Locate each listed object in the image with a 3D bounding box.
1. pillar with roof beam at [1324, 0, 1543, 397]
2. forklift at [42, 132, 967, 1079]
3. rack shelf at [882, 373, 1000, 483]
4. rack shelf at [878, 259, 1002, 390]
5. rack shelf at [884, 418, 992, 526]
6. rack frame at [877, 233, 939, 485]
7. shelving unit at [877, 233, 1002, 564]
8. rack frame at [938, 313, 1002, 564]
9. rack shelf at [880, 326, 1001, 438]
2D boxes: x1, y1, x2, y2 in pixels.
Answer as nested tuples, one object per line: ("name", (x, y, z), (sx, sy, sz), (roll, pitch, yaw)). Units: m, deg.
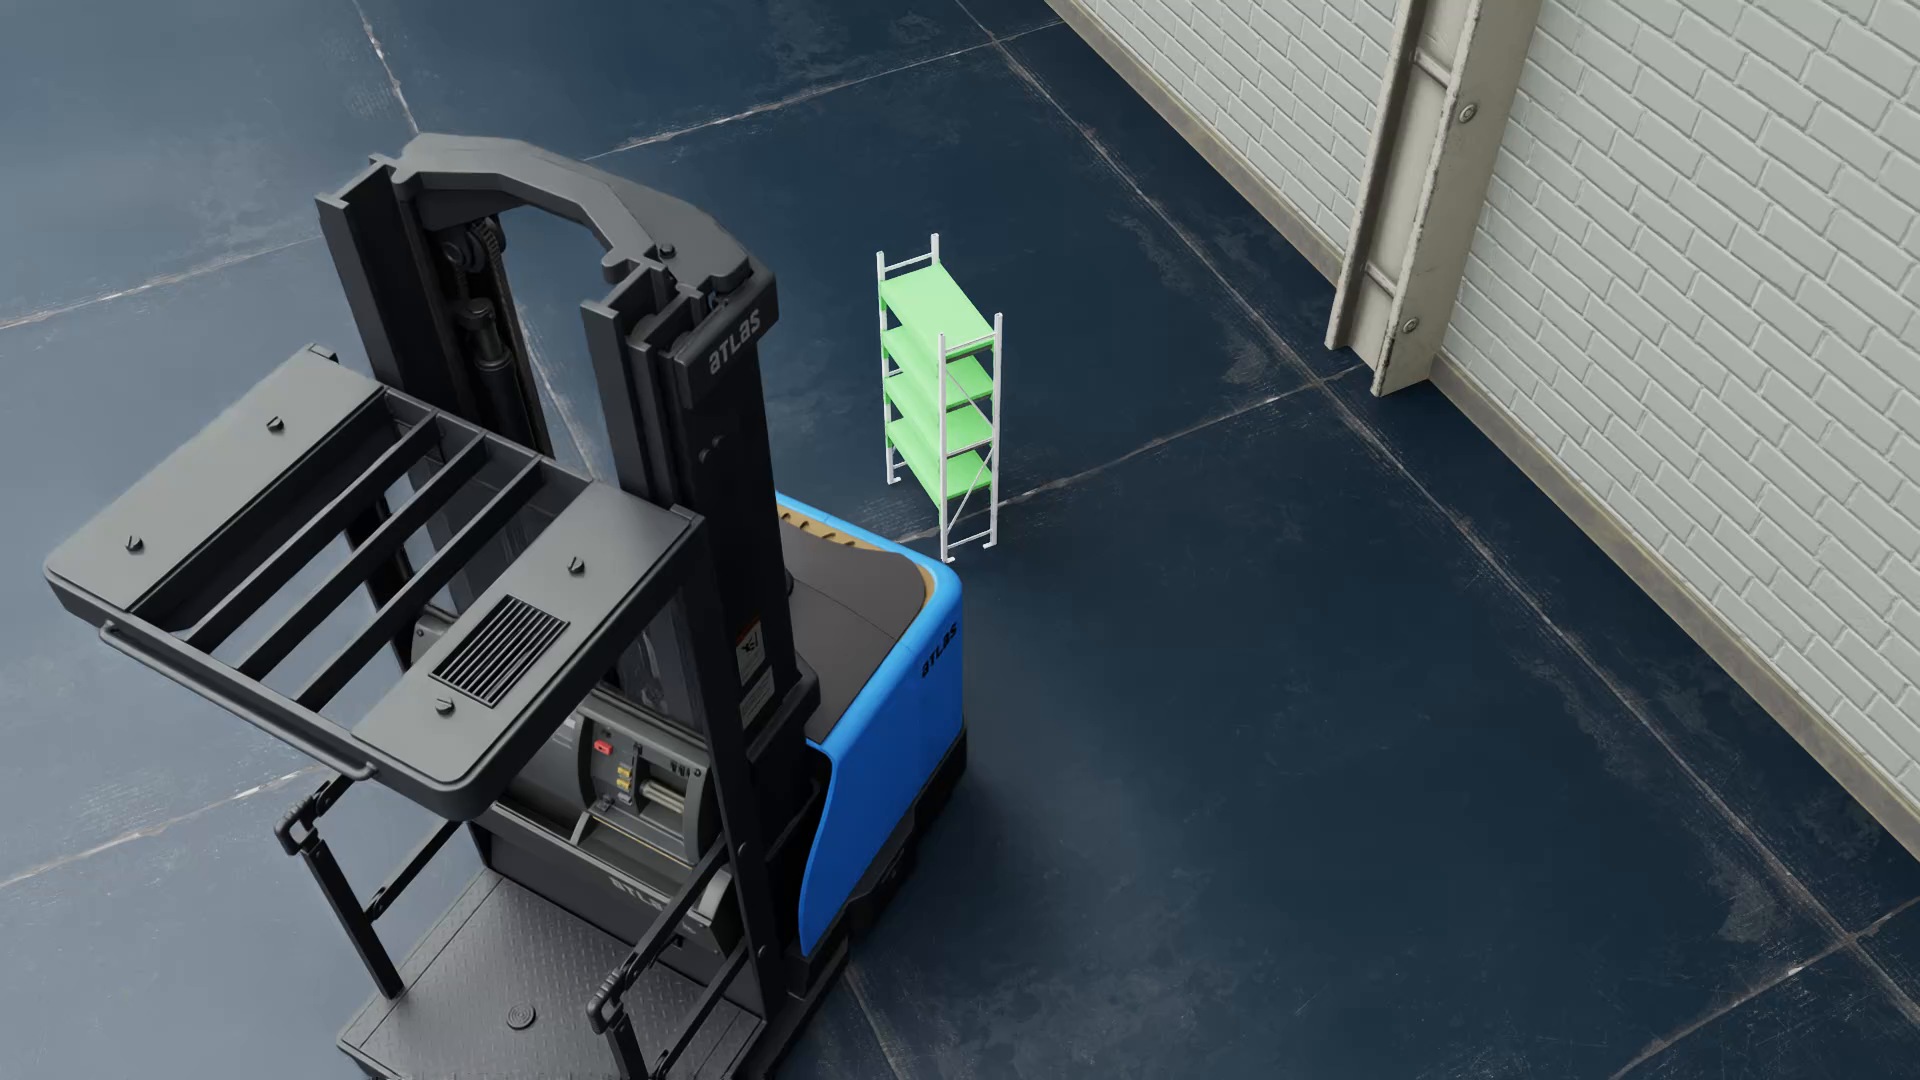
("pillar with roof beam", (-1.980, -2.279, 2.658), (9.100, 9.000, 0.400), (-21, 52, -18))
("forklift", (-1.139, 0.630, 4.144), (1.130, 2.935, 3.031), (23, 53, 19))
("rack shelf", (-0.076, -0.464, 6.336), (0.258, 0.148, 0.480), (-21, 52, -18))
("rack shelf", (-0.076, -0.780, 5.975), (0.258, 0.148, 0.480), (-21, 52, -18))
("rack shelf", (-0.076, -0.306, 6.517), (0.258, 0.148, 0.480), (-21, 52, -18))
("rack frame", (-0.187, -0.669, 6.431), (0.240, 1.200, 0.015), (-21, 52, -18))
("shelving unit", (-0.076, -0.506, 6.288), (0.258, 1.200, 0.503), (-21, 52, -18))
("rack frame", (0.036, -0.342, 6.145), (0.240, 1.200, 0.015), (-21, 52, -18))
("rack shelf", (-0.076, -0.622, 6.155), (0.258, 0.148, 0.480), (-21, 52, -18))
